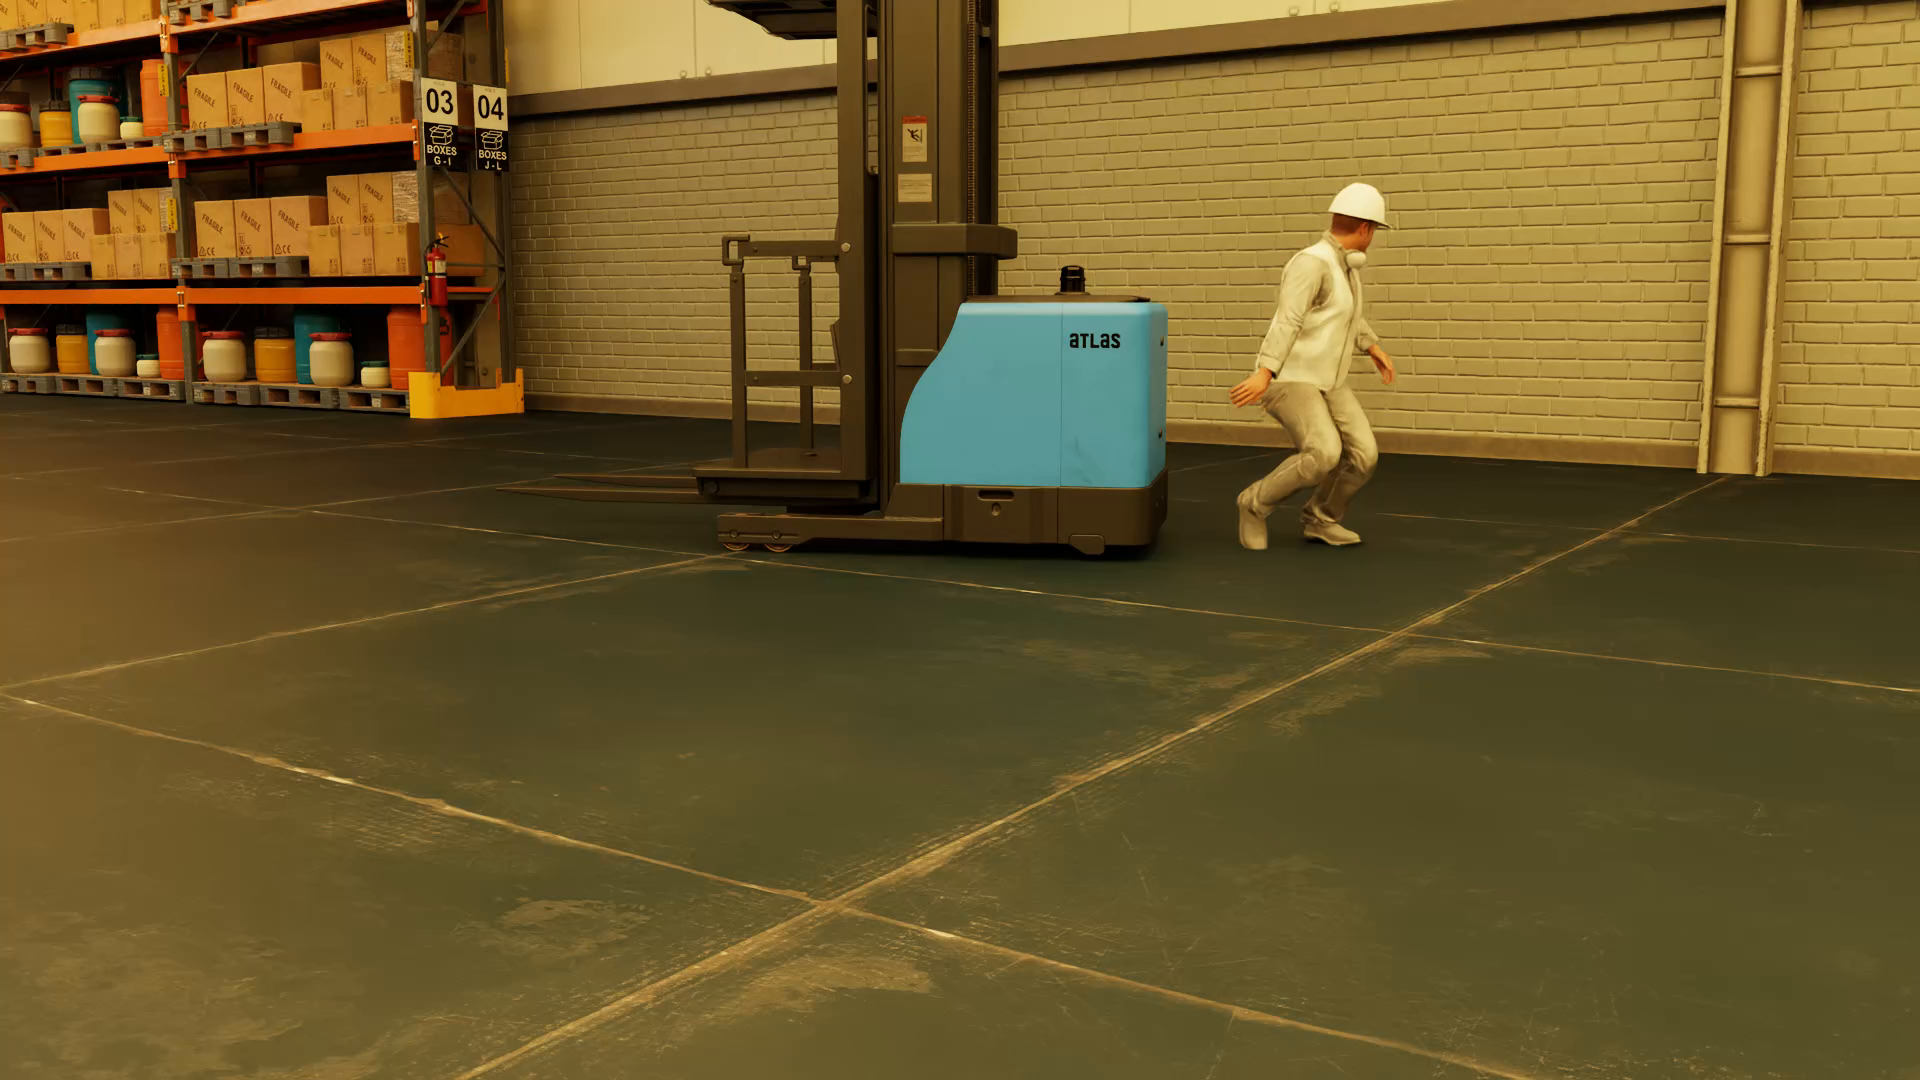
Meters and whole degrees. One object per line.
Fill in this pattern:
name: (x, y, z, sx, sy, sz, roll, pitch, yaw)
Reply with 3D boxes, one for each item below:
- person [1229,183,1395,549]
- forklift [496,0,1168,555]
person: (1.510, -0.723, 7.221, 0.541, 1.619, 0.931, 7, 11, 42)
forklift: (-0.596, -1.469, 7.520, 3.031, 2.935, 1.130, 2, 8, 12)
